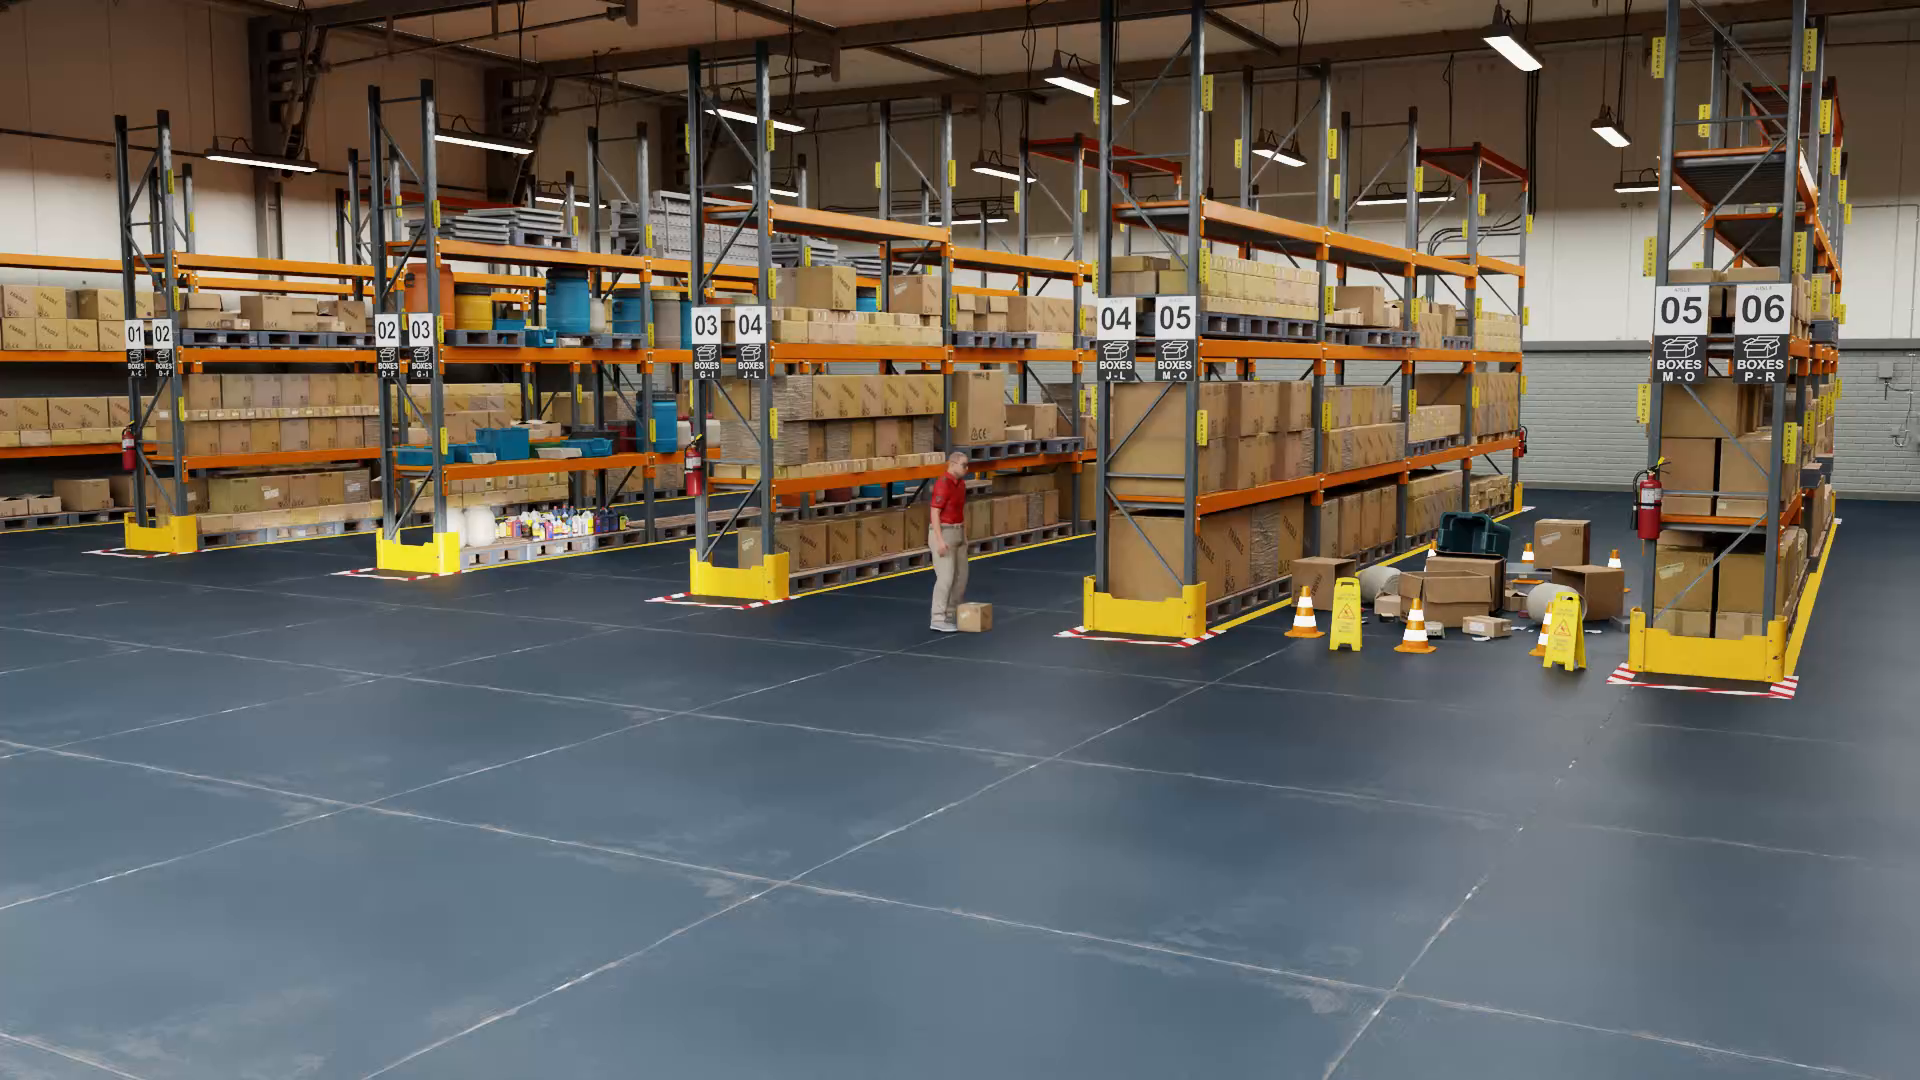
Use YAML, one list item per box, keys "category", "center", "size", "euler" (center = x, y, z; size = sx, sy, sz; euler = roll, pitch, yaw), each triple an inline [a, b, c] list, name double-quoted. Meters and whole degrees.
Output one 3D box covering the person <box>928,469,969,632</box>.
- category: "person"
  center: [-0.089, 0.089, 16.190]
  size: [0.392, 1.551, 0.579]
  euler: [3, 7, 26]
